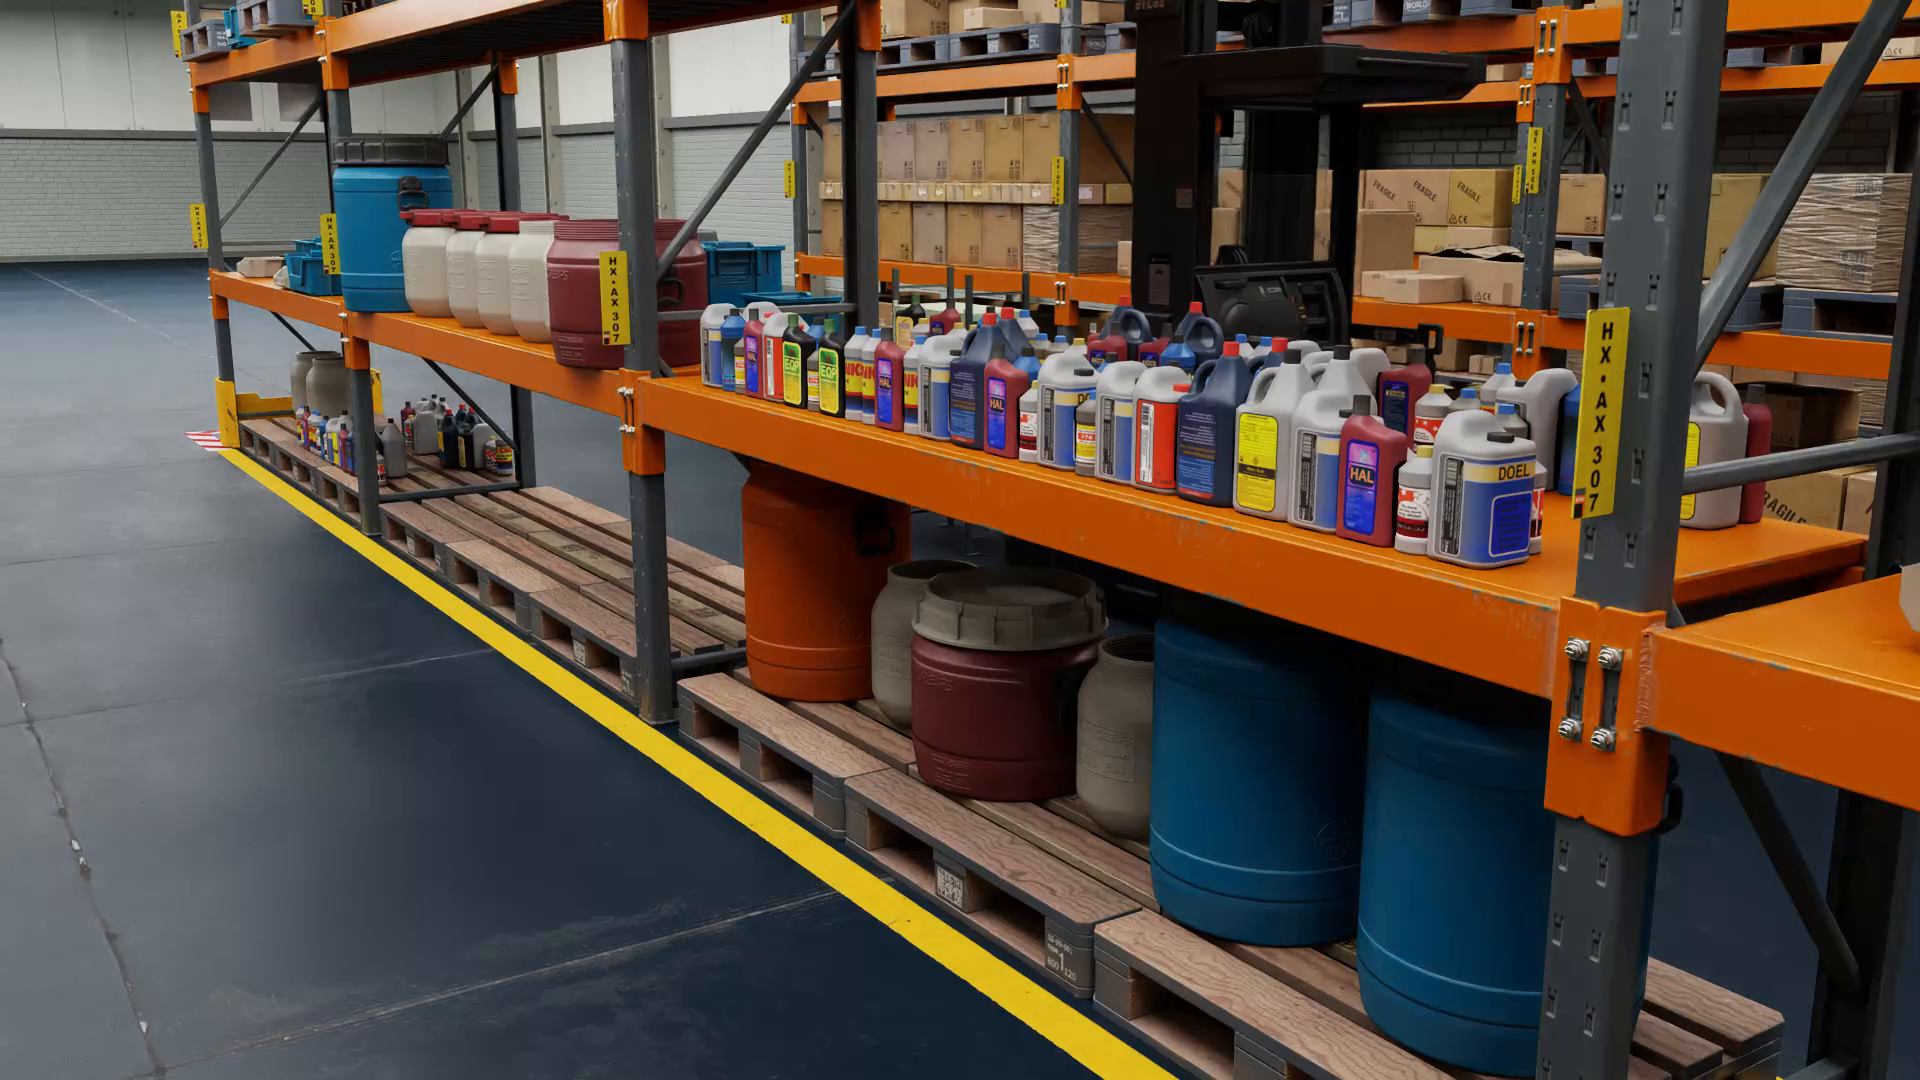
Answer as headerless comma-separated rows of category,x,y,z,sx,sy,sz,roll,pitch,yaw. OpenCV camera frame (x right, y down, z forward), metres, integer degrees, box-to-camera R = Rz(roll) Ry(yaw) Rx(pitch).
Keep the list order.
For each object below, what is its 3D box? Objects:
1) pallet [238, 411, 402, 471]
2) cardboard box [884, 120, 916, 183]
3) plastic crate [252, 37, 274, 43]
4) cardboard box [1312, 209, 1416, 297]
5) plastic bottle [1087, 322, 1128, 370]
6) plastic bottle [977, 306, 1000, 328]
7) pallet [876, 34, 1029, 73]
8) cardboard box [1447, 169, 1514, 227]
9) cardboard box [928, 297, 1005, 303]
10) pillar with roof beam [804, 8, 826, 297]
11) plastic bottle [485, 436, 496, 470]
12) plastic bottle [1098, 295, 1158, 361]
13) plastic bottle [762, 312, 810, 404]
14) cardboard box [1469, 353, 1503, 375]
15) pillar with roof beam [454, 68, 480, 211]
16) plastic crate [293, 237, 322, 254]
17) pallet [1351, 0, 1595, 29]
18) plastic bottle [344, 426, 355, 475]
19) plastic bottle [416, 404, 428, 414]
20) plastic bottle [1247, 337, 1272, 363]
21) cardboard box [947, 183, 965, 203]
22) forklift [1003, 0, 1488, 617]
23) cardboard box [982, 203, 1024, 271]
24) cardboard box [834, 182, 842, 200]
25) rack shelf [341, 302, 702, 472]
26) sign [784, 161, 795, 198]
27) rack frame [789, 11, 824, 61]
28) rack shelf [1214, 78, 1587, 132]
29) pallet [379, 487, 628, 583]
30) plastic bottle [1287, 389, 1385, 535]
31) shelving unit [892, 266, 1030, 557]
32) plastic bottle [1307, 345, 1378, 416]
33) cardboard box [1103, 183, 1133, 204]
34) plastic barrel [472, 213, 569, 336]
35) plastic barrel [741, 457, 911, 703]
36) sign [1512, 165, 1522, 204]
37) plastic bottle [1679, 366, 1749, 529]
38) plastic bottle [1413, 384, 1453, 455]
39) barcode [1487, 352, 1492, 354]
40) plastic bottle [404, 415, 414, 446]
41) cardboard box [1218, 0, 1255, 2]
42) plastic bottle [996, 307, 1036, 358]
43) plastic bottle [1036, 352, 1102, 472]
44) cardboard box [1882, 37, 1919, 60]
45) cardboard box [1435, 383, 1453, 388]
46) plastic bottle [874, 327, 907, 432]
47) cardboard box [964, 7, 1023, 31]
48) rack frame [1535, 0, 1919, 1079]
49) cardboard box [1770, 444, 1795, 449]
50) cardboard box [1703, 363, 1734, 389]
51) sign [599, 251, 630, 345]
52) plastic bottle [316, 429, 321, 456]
pallet,-4.665,-0.745,12.273,1.003,0.211,1.213,-8,15,-33
cardboard box,-0.213,-3.252,13.940,0.700,0.500,0.500,-8,15,-33
plastic crate,-4.202,-3.123,10.216,0.243,0.136,0.396,-8,15,-33
cardboard box,2.423,-1.768,10.192,0.500,0.500,0.500,-9,15,-36
plastic bottle,0.435,-0.506,4.926,0.061,0.283,0.133,-8,15,-33
plastic bottle,0.104,-0.655,5.635,0.097,0.271,0.097,0,12,0
pallet,-0.016,-3.922,13.460,1.003,0.211,1.213,-8,15,-33
cardboard box,4.752,-3.072,14.935,0.500,0.500,0.500,-8,15,-33
cardboard box,0.045,-1.838,14.442,0.500,0.500,0.500,-8,15,-33
pillar with roof beam,-6.069,-7.966,24.725,9.100,9.000,0.400,-8,15,-33
plastic bottle,-2.900,-0.541,10.336,0.097,0.201,0.097,0,12,0
plastic bottle,0.506,-0.555,4.995,0.144,0.351,0.185,-8,15,-33
plastic bottle,-0.533,-0.579,5.279,0.152,0.276,0.135,-8,15,-33
cardboard box,4.950,-1.644,15.459,0.380,0.166,0.250,-11,16,-40
pillar with roof beam,-16.042,-11.167,39.363,9.100,9.000,0.548,-8,15,-33
plastic crate,-4.666,-2.134,12.446,0.499,0.251,0.616,-8,15,-33
pallet,2.915,-2.906,9.050,1.213,0.211,1.003,-7,14,-30
plastic bottle,-3.679,-0.584,10.182,0.144,0.351,0.185,-9,15,-36
plastic bottle,-3.616,-0.797,11.330,0.152,0.276,0.135,-9,15,-34
plastic bottle,0.834,-0.420,4.563,0.097,0.271,0.097,0,12,0
cardboard box,0.118,-2.749,13.159,0.380,0.149,0.250,-8,14,-31
forklift,1.529,-1.035,7.235,1.130,2.935,3.031,-10,16,-38
cardboard box,0.601,-2.354,12.872,0.700,0.500,0.500,-8,15,-33
cardboard box,-0.880,-3.069,14.624,0.380,0.149,0.250,-9,15,-34
rack shelf,-1.868,-0.842,7.872,1.077,0.370,4.000,-8,15,-33
sign,-1.532,-3.243,14.957,0.100,0.325,0.005,-8,15,-33
rack frame,-1.067,-5.776,14.712,1.000,3.000,0.127,-8,15,-33
rack shelf,4.163,-4.191,16.167,1.077,0.370,4.000,-8,15,-33
pallet,-2.509,-0.051,9.102,1.003,0.211,1.213,-8,15,-33
plastic bottle,0.767,-0.162,3.372,0.152,0.276,0.135,-8,15,-33
shelving unit,-0.004,-0.734,9.207,0.431,1.500,0.755,-8,15,-33
plastic bottle,0.795,-0.244,3.570,0.144,0.351,0.185,-8,15,-33
cardboard box,1.162,-2.571,12.344,0.380,0.149,0.250,-8,15,-33
plastic barrel,-1.982,-1.211,7.562,0.433,0.535,0.433,0,12,0
plastic barrel,-0.475,0.103,5.967,0.600,0.830,0.708,-8,15,-33
sign,4.824,-3.079,14.392,0.100,0.325,0.005,-8,15,-33
plastic bottle,1.509,-0.210,3.416,0.144,0.351,0.185,-8,15,-33
plastic bottle,1.165,-0.280,4.085,0.097,0.201,0.097,0,12,0
barcode,5.050,-1.765,15.888,0.001,0.075,0.075,-8,15,-33
plastic bottle,-3.709,-0.742,11.256,0.097,0.201,0.097,0,12,0
cardboard box,1.790,-3.523,10.799,0.500,0.250,0.500,-10,16,-38
plastic bottle,0.116,-0.464,4.579,0.144,0.351,0.185,-8,15,-33
plastic bottle,0.284,-0.317,4.080,0.152,0.276,0.135,-8,15,-33
cardboard box,6.864,-3.538,11.658,0.500,0.311,0.500,-8,15,-33
cardboard box,2.741,-0.870,10.460,0.500,0.311,0.500,-9,15,-34
plastic bottle,-0.187,-0.454,4.690,0.061,0.283,0.133,-8,15,-33
cardboard box,0.254,-3.933,12.580,0.380,0.149,0.250,-8,15,-33
rack frame,1.454,-0.125,2.914,0.949,2.616,0.053,-8,15,-33
cardboard box,4.079,-0.278,8.434,0.500,0.500,0.500,-7,14,-31
cardboard box,6.270,-1.405,13.585,0.700,0.500,0.500,-8,15,-32
sign,-1.214,-0.851,5.848,0.100,0.325,0.005,-8,15,-33
plastic bottle,-4.147,-0.652,10.843,0.097,0.201,0.097,0,12,0
